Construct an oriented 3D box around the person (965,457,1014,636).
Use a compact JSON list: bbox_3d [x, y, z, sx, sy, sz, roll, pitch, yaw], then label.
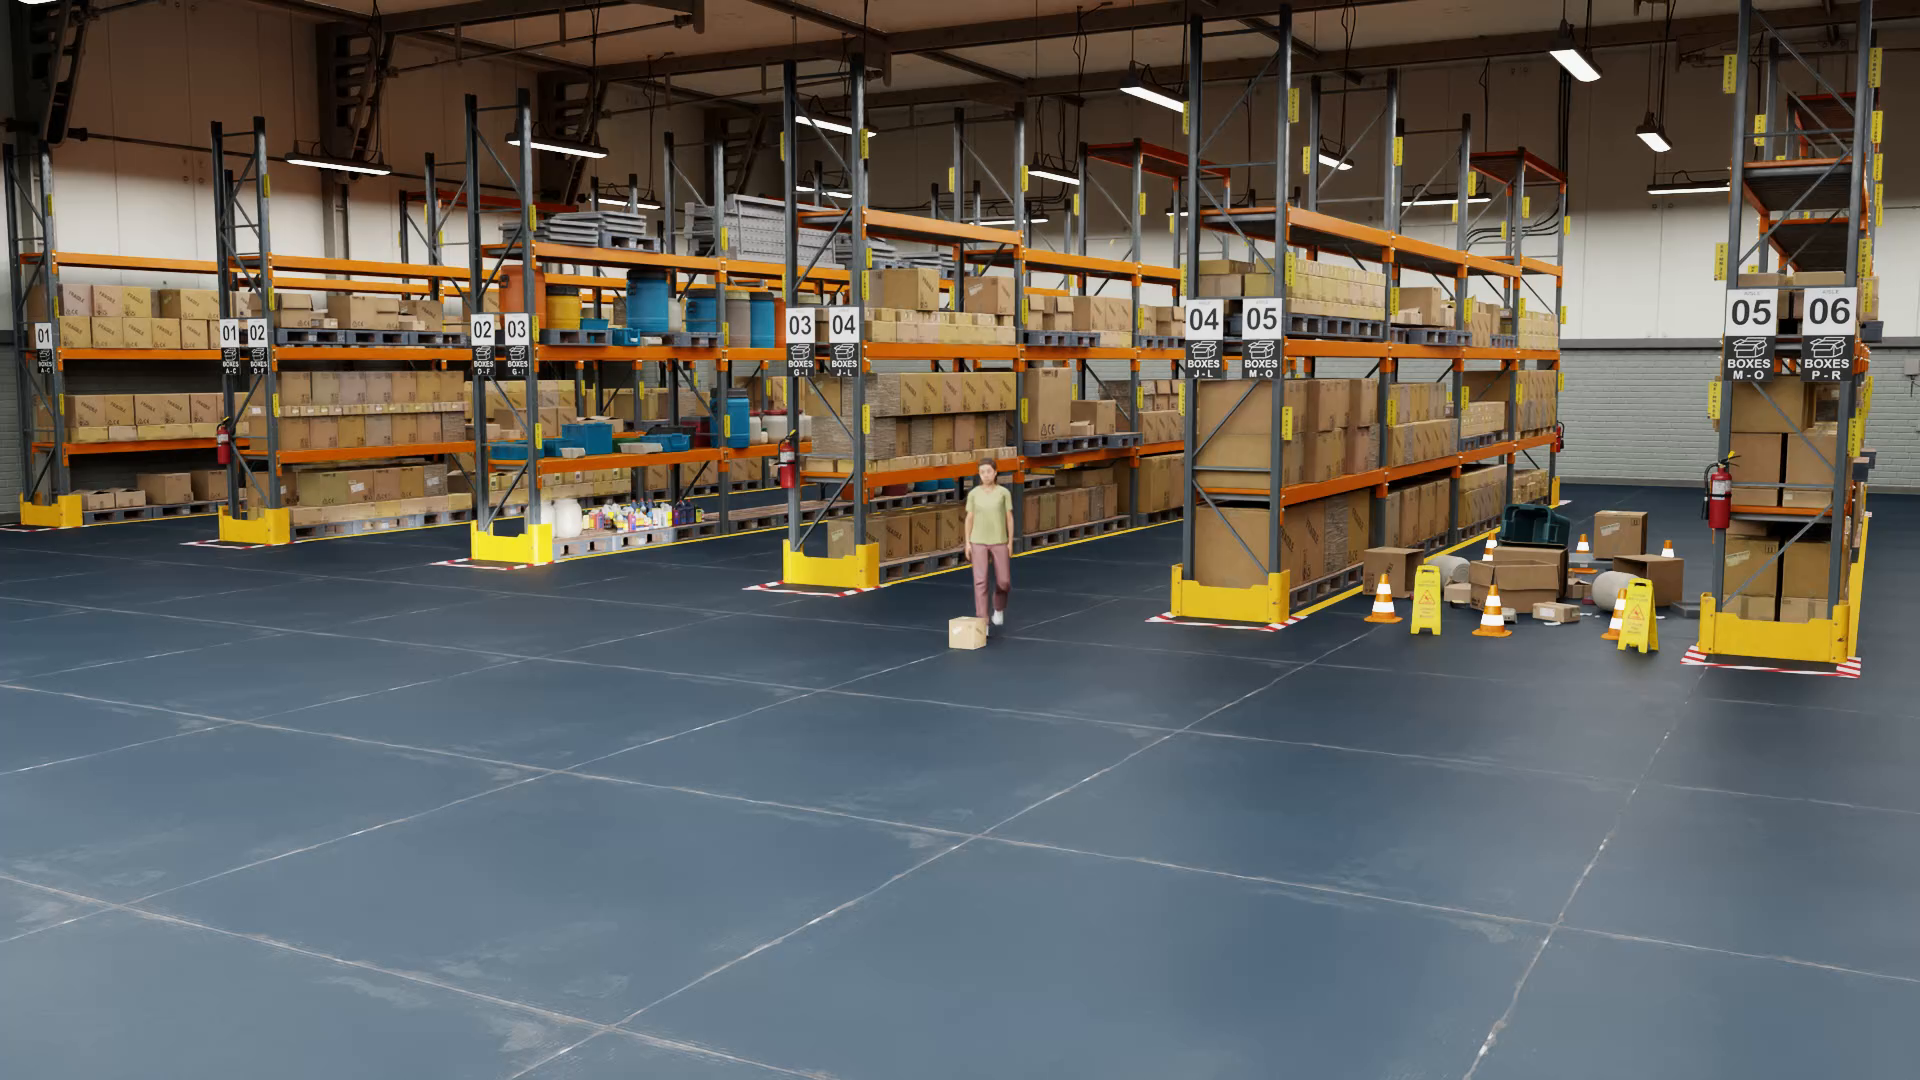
[{"bbox_3d":[0.279,0.050,15.773,0.464,1.658,0.710,0,6,0],"label":"person"}]
